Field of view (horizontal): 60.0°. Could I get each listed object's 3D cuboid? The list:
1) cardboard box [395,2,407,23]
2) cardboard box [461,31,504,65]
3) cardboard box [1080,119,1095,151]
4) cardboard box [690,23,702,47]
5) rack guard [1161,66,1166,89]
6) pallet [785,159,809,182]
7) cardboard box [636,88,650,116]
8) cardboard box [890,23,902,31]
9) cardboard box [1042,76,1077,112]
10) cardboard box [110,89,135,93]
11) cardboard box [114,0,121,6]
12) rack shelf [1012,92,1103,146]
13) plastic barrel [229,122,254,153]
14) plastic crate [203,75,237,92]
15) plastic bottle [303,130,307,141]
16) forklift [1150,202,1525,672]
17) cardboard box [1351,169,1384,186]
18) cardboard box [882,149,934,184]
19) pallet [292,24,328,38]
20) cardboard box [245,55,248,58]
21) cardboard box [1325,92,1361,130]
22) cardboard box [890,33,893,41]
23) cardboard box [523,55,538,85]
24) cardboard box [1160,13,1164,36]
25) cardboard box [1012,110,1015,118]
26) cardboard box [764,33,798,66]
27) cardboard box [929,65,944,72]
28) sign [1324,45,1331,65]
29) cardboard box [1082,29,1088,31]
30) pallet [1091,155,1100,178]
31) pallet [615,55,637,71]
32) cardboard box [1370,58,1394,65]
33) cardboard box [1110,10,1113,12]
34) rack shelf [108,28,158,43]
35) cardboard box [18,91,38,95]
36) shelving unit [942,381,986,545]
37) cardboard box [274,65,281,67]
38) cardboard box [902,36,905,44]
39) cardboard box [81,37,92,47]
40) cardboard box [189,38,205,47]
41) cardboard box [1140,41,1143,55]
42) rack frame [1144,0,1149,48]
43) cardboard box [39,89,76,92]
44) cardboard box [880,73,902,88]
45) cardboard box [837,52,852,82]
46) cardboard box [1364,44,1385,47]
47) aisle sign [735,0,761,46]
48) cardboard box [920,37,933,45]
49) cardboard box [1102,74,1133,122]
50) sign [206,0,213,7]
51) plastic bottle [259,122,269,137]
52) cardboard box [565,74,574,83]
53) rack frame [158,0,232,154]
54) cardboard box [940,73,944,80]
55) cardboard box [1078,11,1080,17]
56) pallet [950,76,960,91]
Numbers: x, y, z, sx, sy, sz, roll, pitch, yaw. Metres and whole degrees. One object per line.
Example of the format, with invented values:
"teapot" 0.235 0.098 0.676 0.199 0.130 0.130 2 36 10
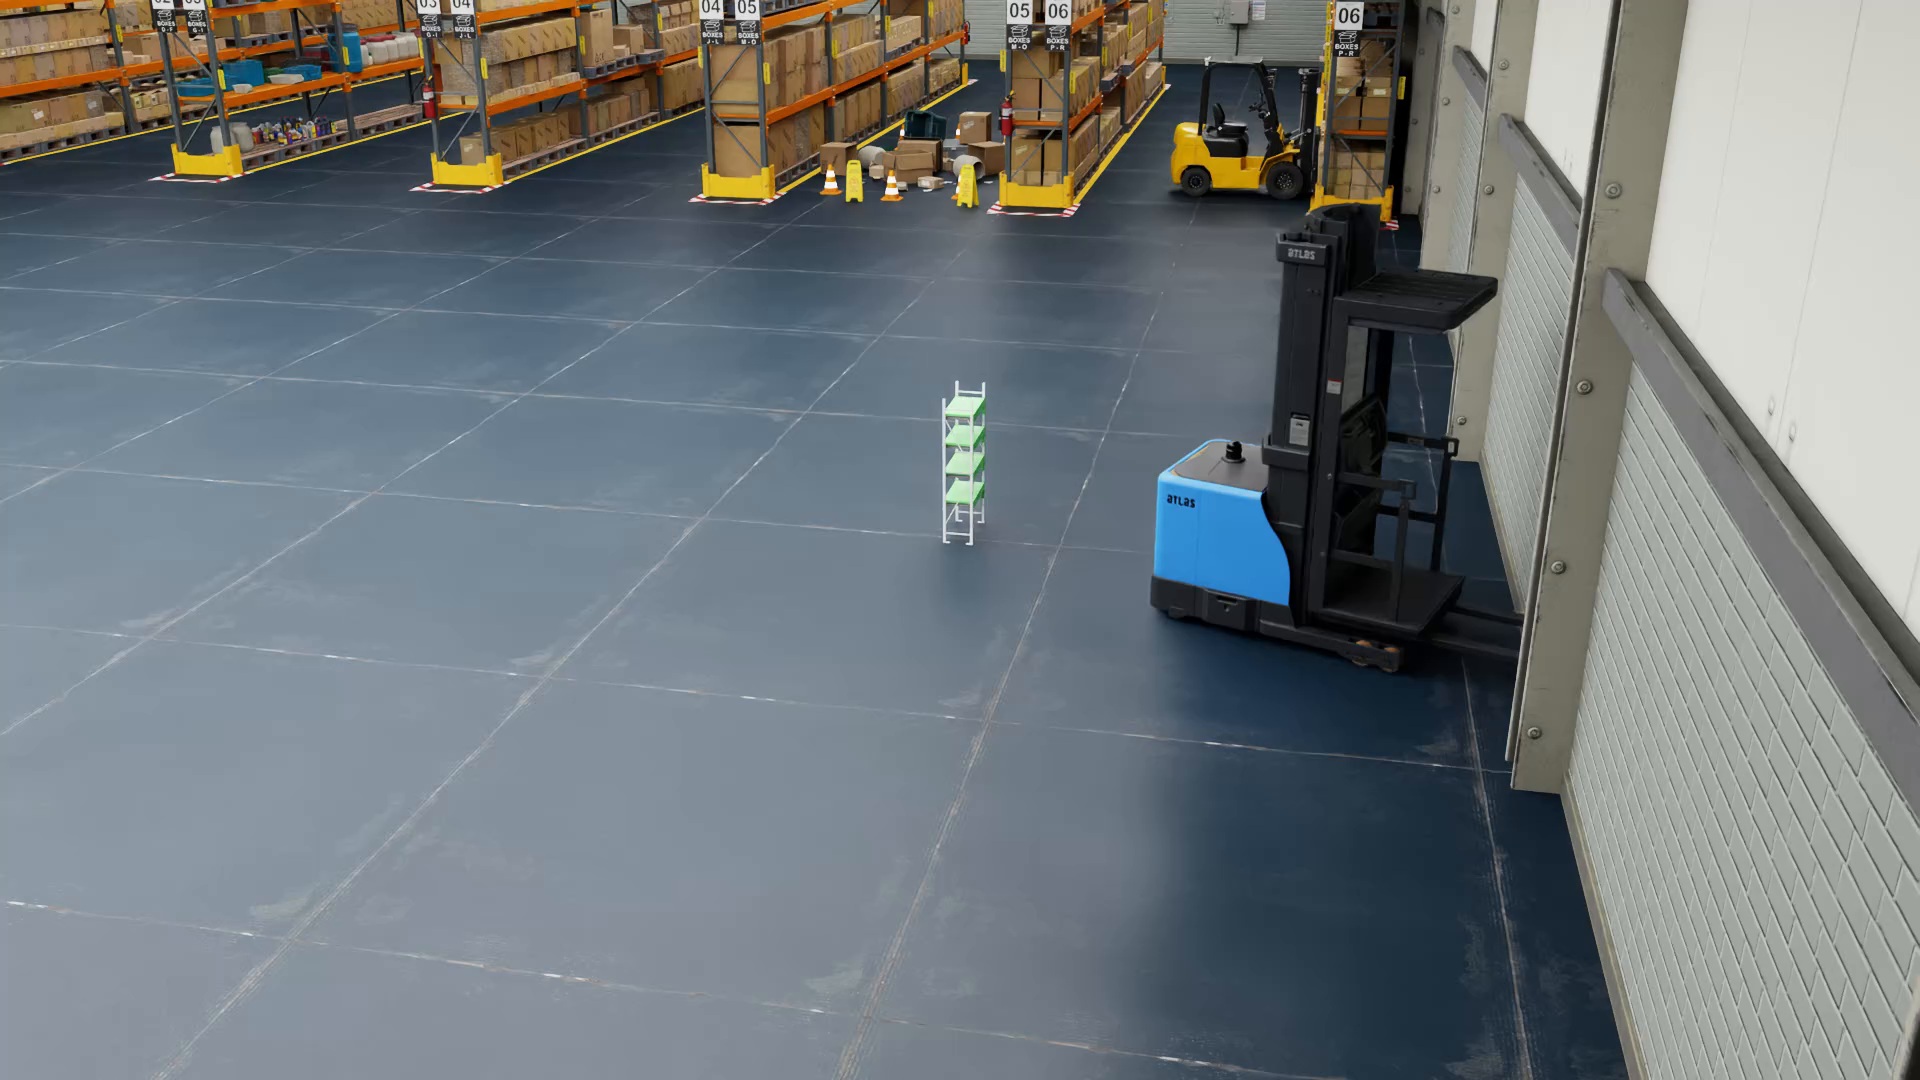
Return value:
"cardboard box" -14.846 -13.801 43.502 0.500 0.500 0.500 5 22 11
"cardboard box" -8.107 -8.350 28.230 0.500 0.500 0.500 4 22 11
"cardboard box" 2.072 -7.073 29.045 0.500 0.500 0.500 5 22 12
"cardboard box" -6.073 -11.392 37.521 0.500 0.500 0.500 4 22 10
"rack guard" 4.485 -11.466 41.186 1.175 0.500 0.348 4 22 11
"pallet" -3.313 -6.556 29.379 1.003 0.211 1.213 4 22 11
"cardboard box" -6.971 -9.245 35.080 0.700 0.500 0.500 3 22 8
"cardboard box" -1.468 -11.021 35.711 0.380 0.149 0.250 5 23 13
"cardboard box" 1.584 -7.102 26.471 0.500 0.500 0.500 4 22 10
"cardboard box" -17.465 -9.281 34.780 0.500 0.311 0.500 5 22 12
"cardboard box" -20.647 -13.021 40.137 0.500 0.250 0.500 5 22 12
"rack shelf" 1.624 -7.163 28.118 1.077 0.370 4.000 4 22 11
"plastic barrel" -13.173 -7.369 30.434 0.421 0.512 0.421 0 22 0
"plastic crate" -13.387 -8.273 30.108 0.499 0.251 0.408 4 22 11
"plastic bottle" -12.507 -7.717 31.687 0.097 0.201 0.097 0 22 0
"forklift" 2.907 -0.697 11.191 3.031 2.935 1.130 13 25 28
"cardboard box" 6.375 -5.696 25.961 0.500 0.250 0.500 5 22 12
"cardboard box" -0.904 -6.443 28.708 0.797 0.503 0.637 -11 25 -26
"pallet" -16.004 -12.293 40.150 1.003 0.211 1.213 4 22 11
"cardboard box" -19.813 -13.277 45.119 0.700 0.500 0.500 4 22 11
"cardboard box" 5.919 -6.635 25.709 0.500 0.500 0.500 4 22 10
"cardboard box" -1.619 -10.607 35.081 0.380 0.149 0.250 4 22 9
"cardboard box" -8.104 -8.458 29.838 0.875 0.500 0.500 4 22 11
"cardboard box" 4.641 -12.467 40.190 0.500 0.500 0.500 5 22 11
"cardboard box" 1.026 -6.903 26.846 0.380 0.149 0.250 4 22 10
"cardboard box" -3.287 -8.416 28.618 0.875 0.550 0.500 4 22 11
"cardboard box" -0.585 -11.323 39.941 0.380 0.149 0.250 5 22 11
"sign" 6.359 -8.390 28.756 0.100 0.325 0.005 4 22 11
"cardboard box" 2.328 -9.538 31.957 0.500 0.500 0.500 5 22 12
"pallet" 1.929 -6.687 29.704 1.003 0.211 1.213 4 22 11
"pallet" -7.217 -9.631 33.538 1.003 0.211 1.213 4 22 11
"cardboard box" 7.000 -7.914 27.619 0.380 0.149 0.250 4 22 10
"cardboard box" 2.902 -10.780 34.663 0.500 0.500 0.500 4 22 11
"rack shelf" -20.993 -11.977 40.071 1.077 0.370 4.000 4 22 11
"cardboard box" -21.497 -10.357 37.842 0.700 0.500 0.500 5 22 12
"shelving unit" 0.034 -0.617 13.310 0.258 1.200 0.503 4 22 11
"cardboard box" -15.868 -10.959 39.336 0.500 0.500 0.500 4 22 9
"cardboard box" -1.407 -10.838 36.054 0.380 0.149 0.250 4 22 9
"cardboard box" -17.316 -9.786 32.664 0.380 0.149 0.250 4 22 9
"cardboard box" -16.923 -10.850 36.427 0.500 0.311 0.500 4 22 10
"cardboard box" 3.714 -10.715 36.175 0.500 0.250 0.500 4 22 10
"rack frame" 3.664 -11.154 37.064 1.000 3.000 0.127 4 22 11
"cardboard box" -17.862 -8.678 33.032 0.500 0.500 0.500 4 22 11
"cardboard box" -1.537 -9.834 35.567 0.500 0.250 0.500 4 22 10
"cardboard box" -2.362 -8.972 31.512 0.500 0.500 0.500 5 22 11
"cardboard box" 7.801 -9.238 31.304 0.380 0.149 0.250 4 22 10
"aisle sign" -3.372 -8.263 26.406 0.394 0.787 0.004 4 22 11
"cardboard box" -0.824 -11.457 38.152 0.380 0.149 0.250 5 23 13
"cardboard box" 3.070 -9.147 34.362 0.875 0.875 0.875 4 22 10
"sign" -12.797 -9.251 28.311 0.100 0.325 0.005 4 22 11
"plastic bottle" -13.253 -7.781 31.645 0.144 0.351 0.185 5 23 13
"cardboard box" -7.486 -8.676 31.246 0.380 0.149 0.250 4 22 11
"rack frame" -13.335 -7.899 28.981 1.000 3.000 0.127 4 22 11
"cardboard box" -0.586 -11.089 39.759 0.380 0.149 0.250 4 22 11
"cardboard box" 1.732 -8.524 26.855 0.380 0.149 0.250 4 22 9
"pallet" -0.602 -11.342 41.263 1.003 0.211 1.213 4 22 11
